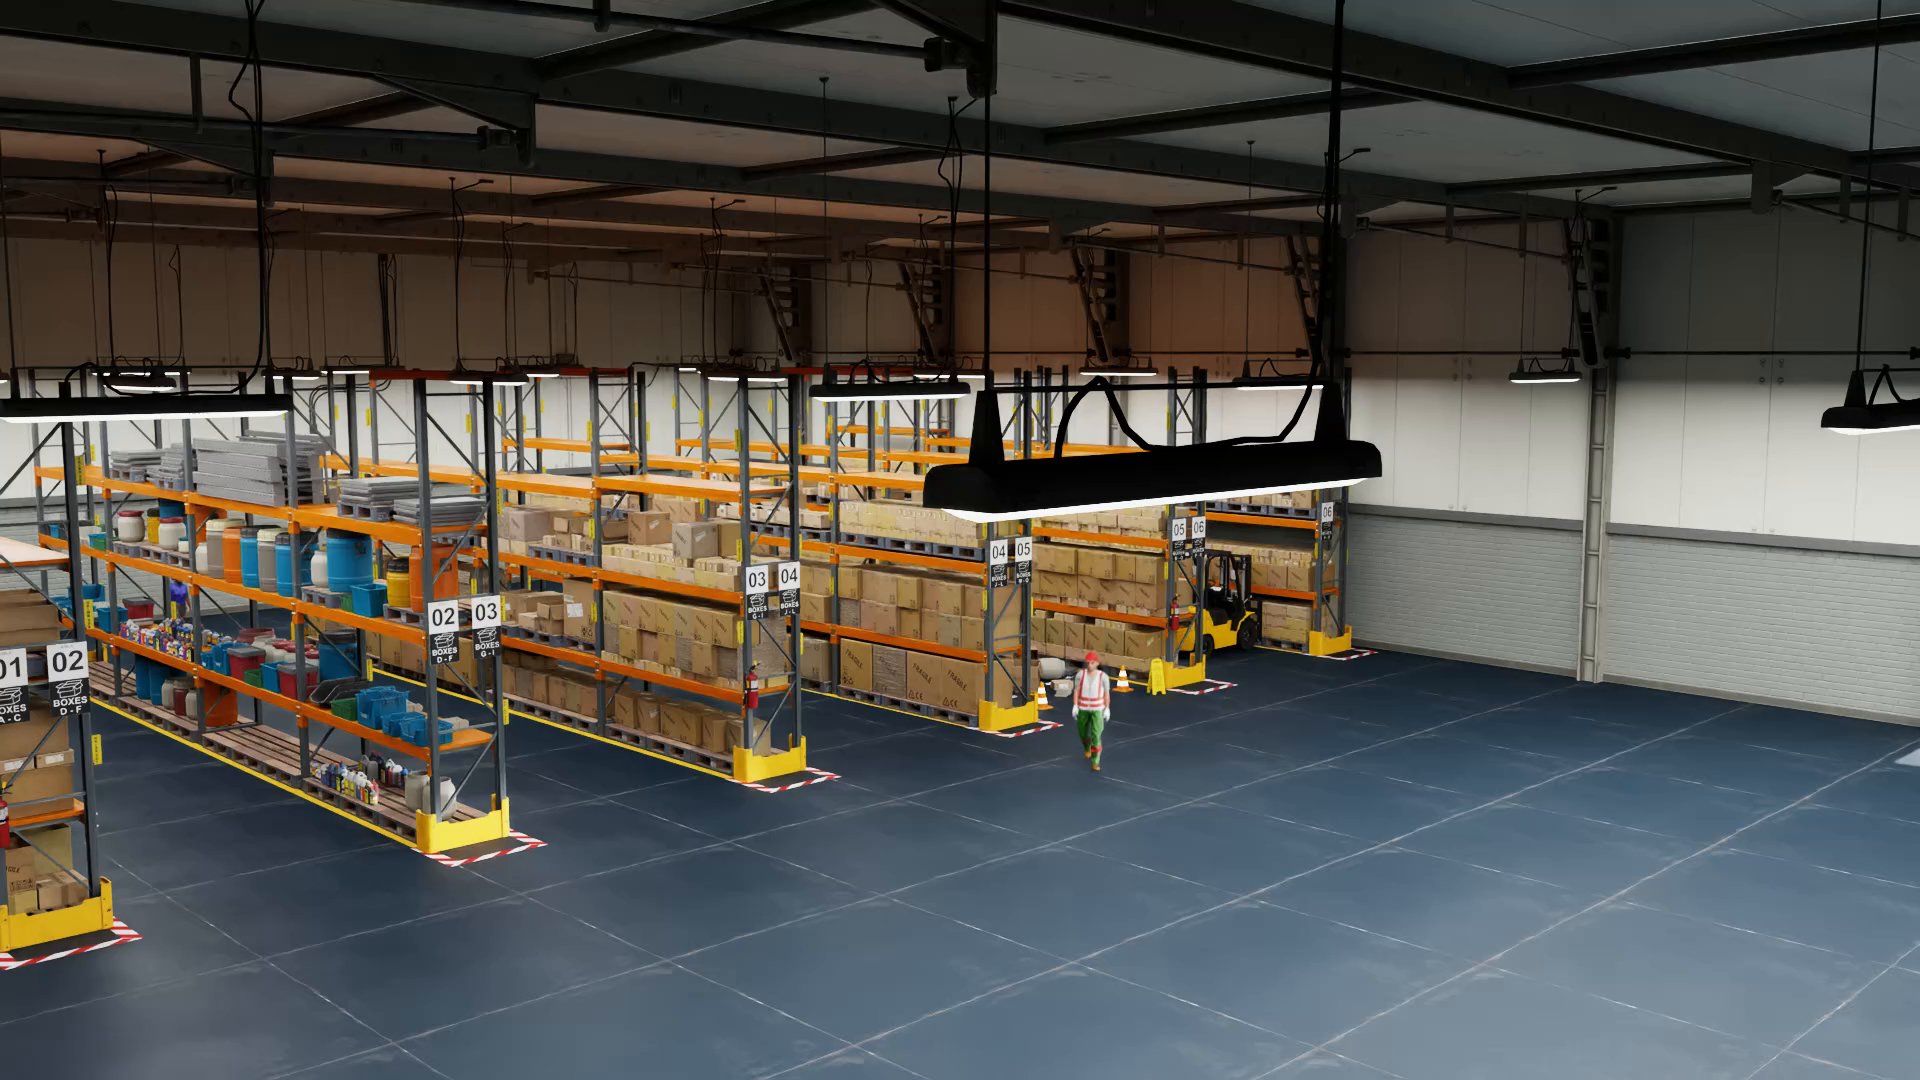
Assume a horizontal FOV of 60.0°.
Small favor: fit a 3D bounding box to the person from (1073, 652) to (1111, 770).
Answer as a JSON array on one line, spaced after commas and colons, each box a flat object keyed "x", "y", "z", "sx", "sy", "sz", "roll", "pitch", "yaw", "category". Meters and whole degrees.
[{"x": 2.023, "y": 2.584, "z": 25.430, "sx": 0.548, "sy": 1.774, "sz": 0.901, "roll": 2, "pitch": 7, "yaw": 17, "category": "person"}]

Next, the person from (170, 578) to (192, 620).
[{"x": -16.827, "y": 1.486, "z": 35.816, "sx": 1.063, "sy": 1.591, "sz": 0.509, "roll": 5, "pitch": 8, "yaw": 36, "category": "person"}]
